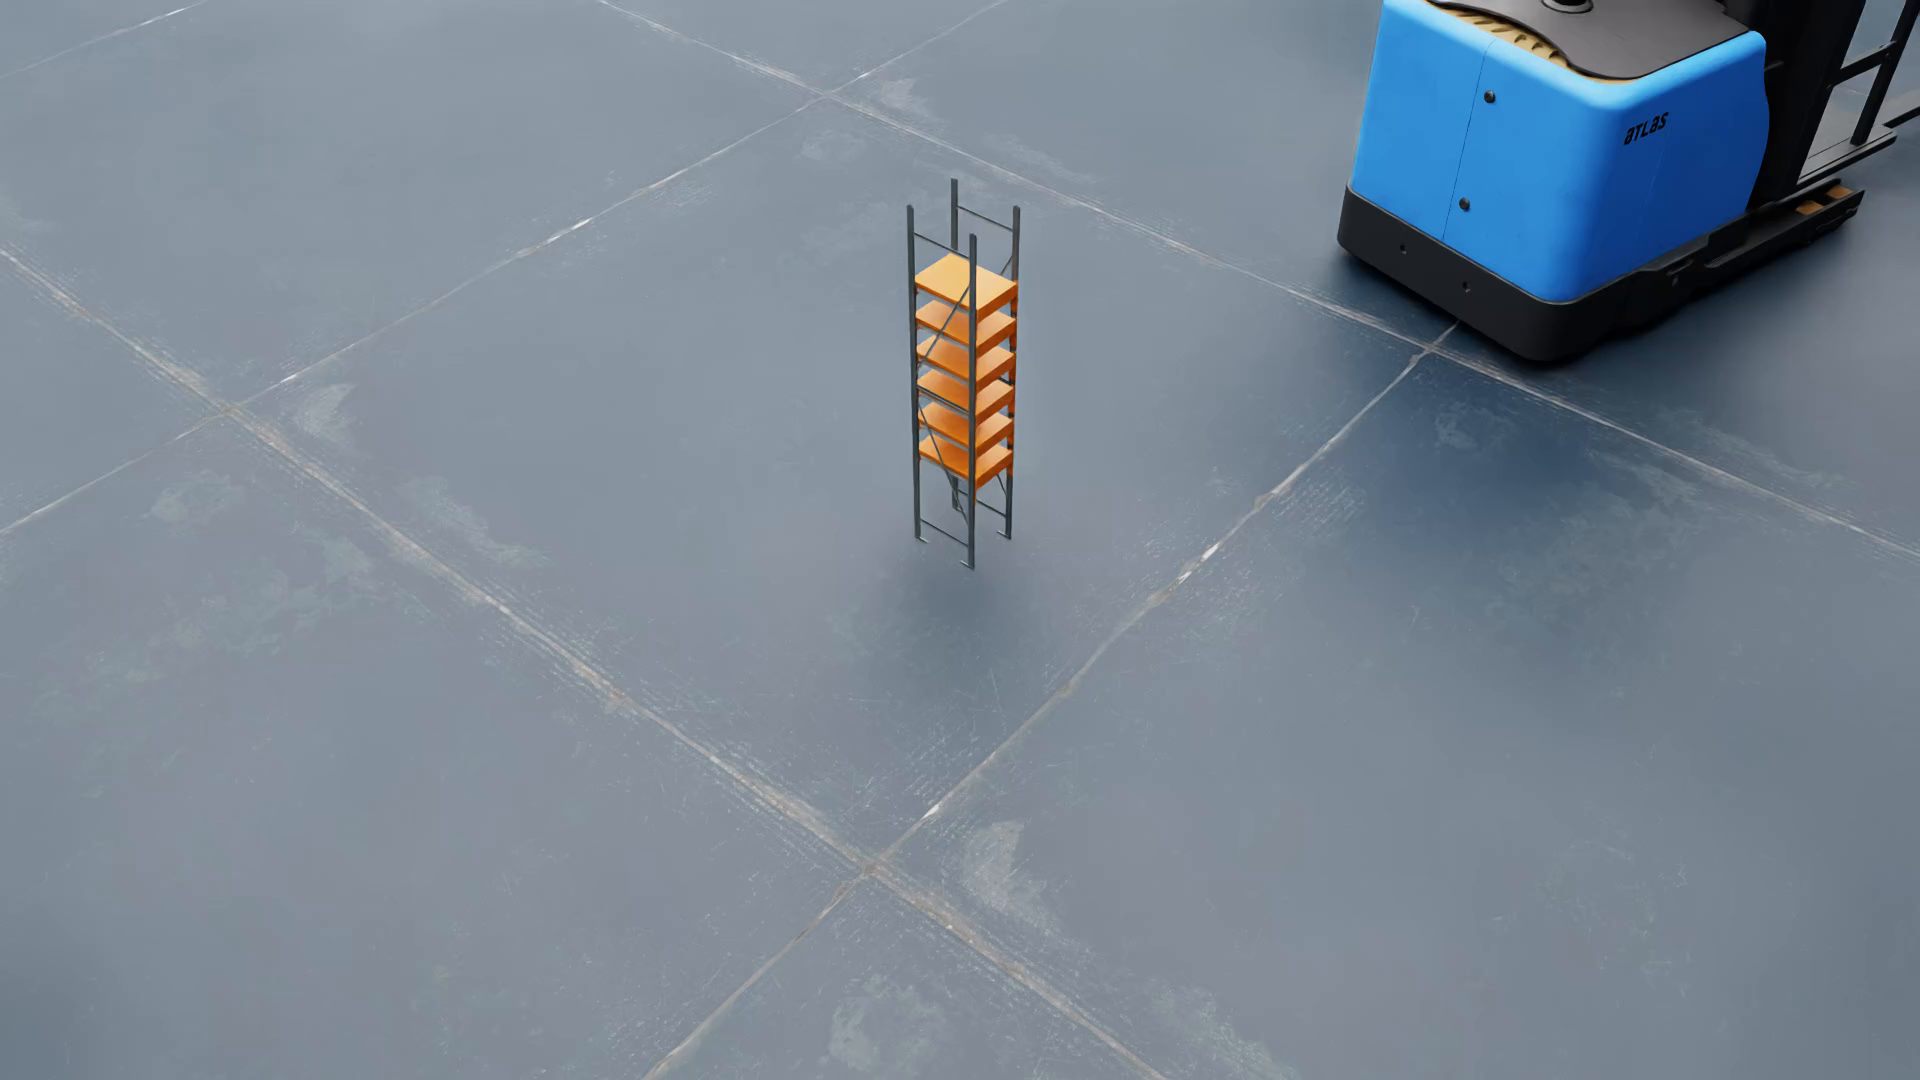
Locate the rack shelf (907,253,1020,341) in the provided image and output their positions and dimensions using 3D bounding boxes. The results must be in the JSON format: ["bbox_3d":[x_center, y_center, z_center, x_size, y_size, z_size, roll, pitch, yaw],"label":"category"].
[{"bbox_3d":[0.009,-0.685,4.642,0.258,0.103,0.180,29,50,28],"label":"rack shelf"}]

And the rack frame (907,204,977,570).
[{"bbox_3d":[-0.050,-0.404,4.803,0.240,1.200,0.006,29,50,28],"label":"rack frame"}]

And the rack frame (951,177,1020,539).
[{"bbox_3d":[0.068,-0.498,4.906,0.240,1.200,0.006,29,50,28],"label":"rack frame"}]

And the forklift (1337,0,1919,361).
[{"bbox_3d":[2.949,-2.509,5.831,3.031,2.935,1.130,-26,48,-26],"label":"forklift"}]

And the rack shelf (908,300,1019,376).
[{"bbox_3d":[0.009,-0.596,4.723,0.258,0.103,0.180,29,50,28],"label":"rack shelf"}]

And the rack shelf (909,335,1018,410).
[{"bbox_3d":[0.009,-0.507,4.804,0.258,0.103,0.180,29,50,28],"label":"rack shelf"}]

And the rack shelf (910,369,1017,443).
[{"bbox_3d":[0.009,-0.419,4.884,0.258,0.103,0.180,29,50,28],"label":"rack shelf"}]

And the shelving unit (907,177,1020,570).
[{"bbox_3d":[0.009,-0.451,4.855,0.258,1.200,0.189,29,50,28],"label":"shelving unit"}]

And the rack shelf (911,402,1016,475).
[{"bbox_3d":[0.009,-0.330,4.965,0.258,0.103,0.180,29,50,28],"label":"rack shelf"}]

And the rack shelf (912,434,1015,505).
[{"bbox_3d":[0.009,-0.241,5.046,0.258,0.103,0.180,29,50,28],"label":"rack shelf"}]
